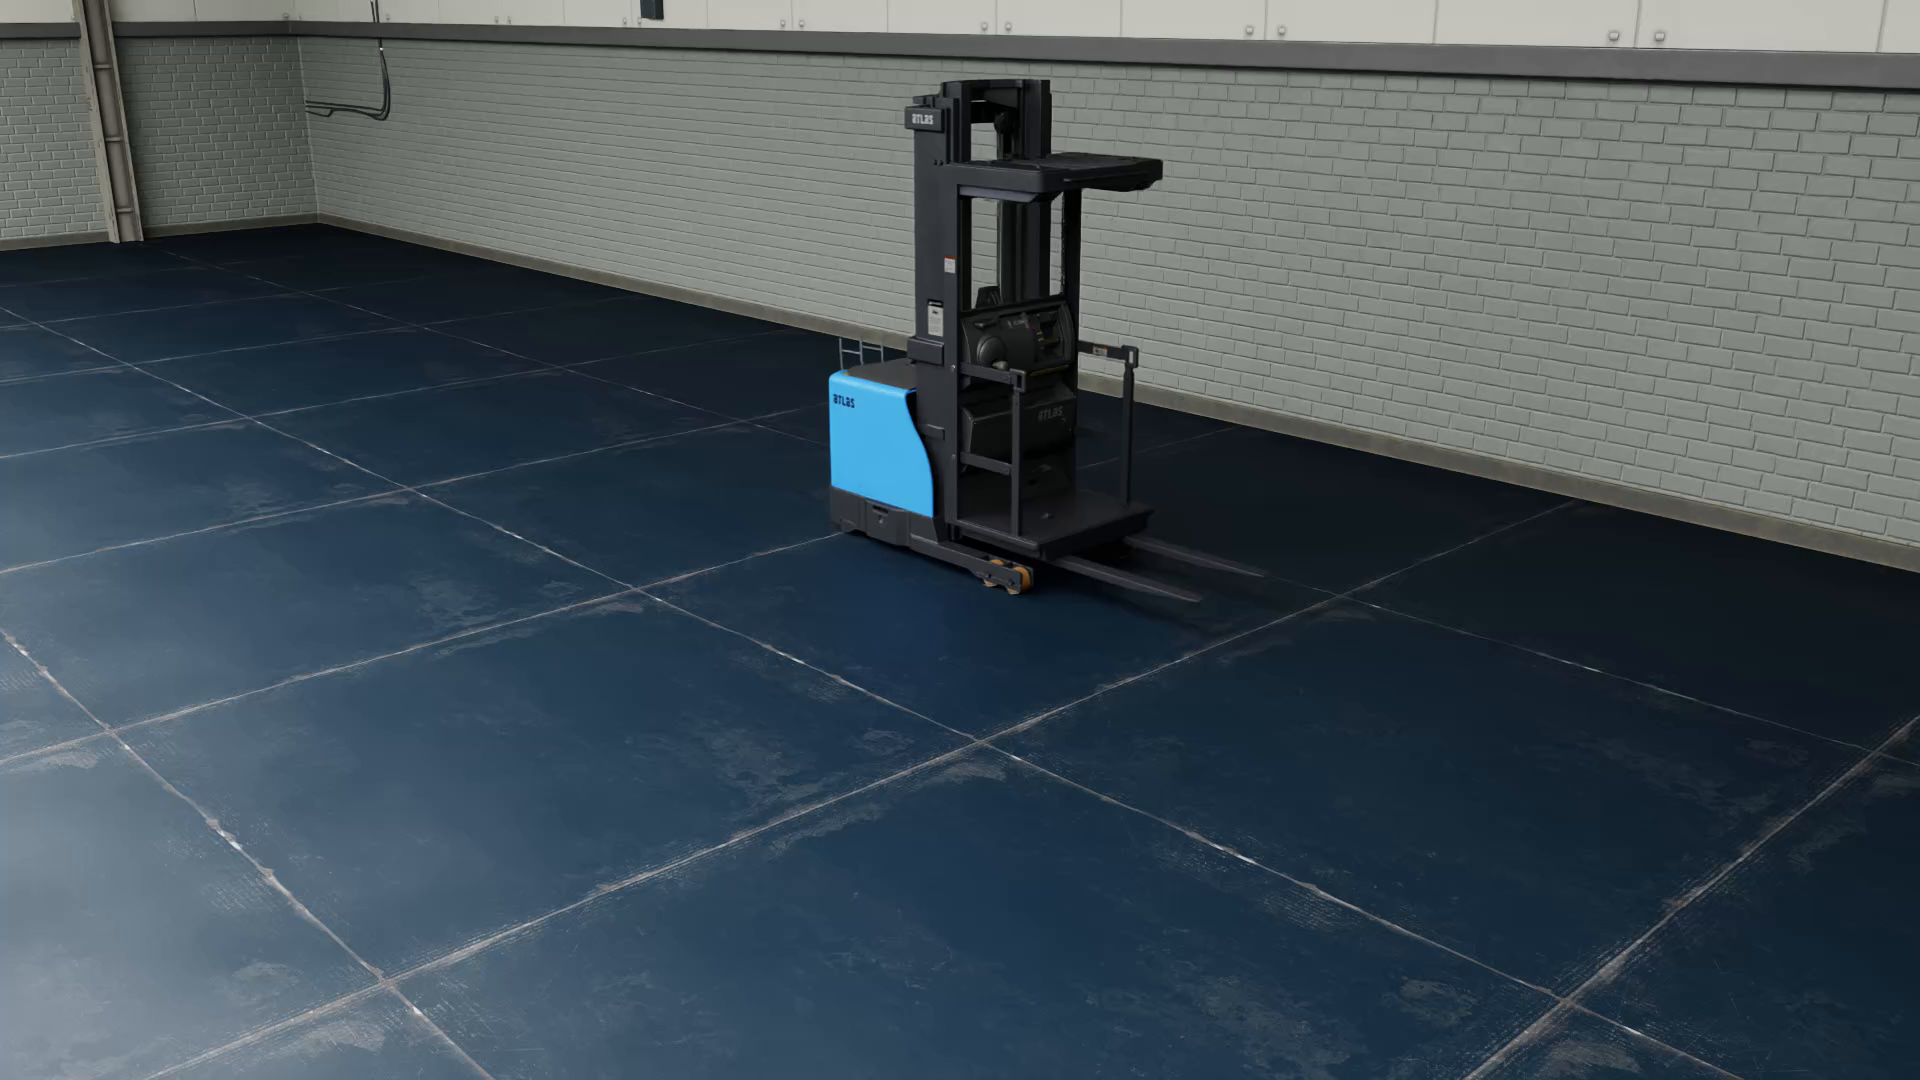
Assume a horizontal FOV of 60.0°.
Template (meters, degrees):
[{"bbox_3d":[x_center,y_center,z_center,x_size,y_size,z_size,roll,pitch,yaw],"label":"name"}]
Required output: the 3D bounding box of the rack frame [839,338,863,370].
[{"bbox_3d":[-0.726,-0.784,11.440,0.006,1.200,0.240,-16,22,-40],"label":"rack frame"}]

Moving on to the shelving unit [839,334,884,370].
[{"bbox_3d":[-0.659,-0.803,11.499,0.189,1.200,0.258,-16,22,-40],"label":"shelving unit"}]

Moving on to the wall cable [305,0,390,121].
[{"bbox_3d":[-9.323,-7.575,24.792,0.112,2.526,3.097,-16,24,-41],"label":"wall cable"}]

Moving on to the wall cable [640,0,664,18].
[{"bbox_3d":[-2.812,-8.539,17.216,0.169,6.003,2.305,-16,24,-41],"label":"wall cable"}]

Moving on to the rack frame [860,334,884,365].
[{"bbox_3d":[-0.592,-0.822,11.559,0.006,1.200,0.240,-16,22,-40],"label":"rack frame"}]

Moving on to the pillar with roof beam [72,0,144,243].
[{"bbox_3d":[-9.414,-7.759,20.326,0.400,9.000,9.100,-16,24,-41],"label":"pillar with roof beam"}]

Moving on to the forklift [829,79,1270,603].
[{"bbox_3d":[0.508,-1.247,10.077,1.130,2.935,3.031,-17,24,-41],"label":"forklift"}]
